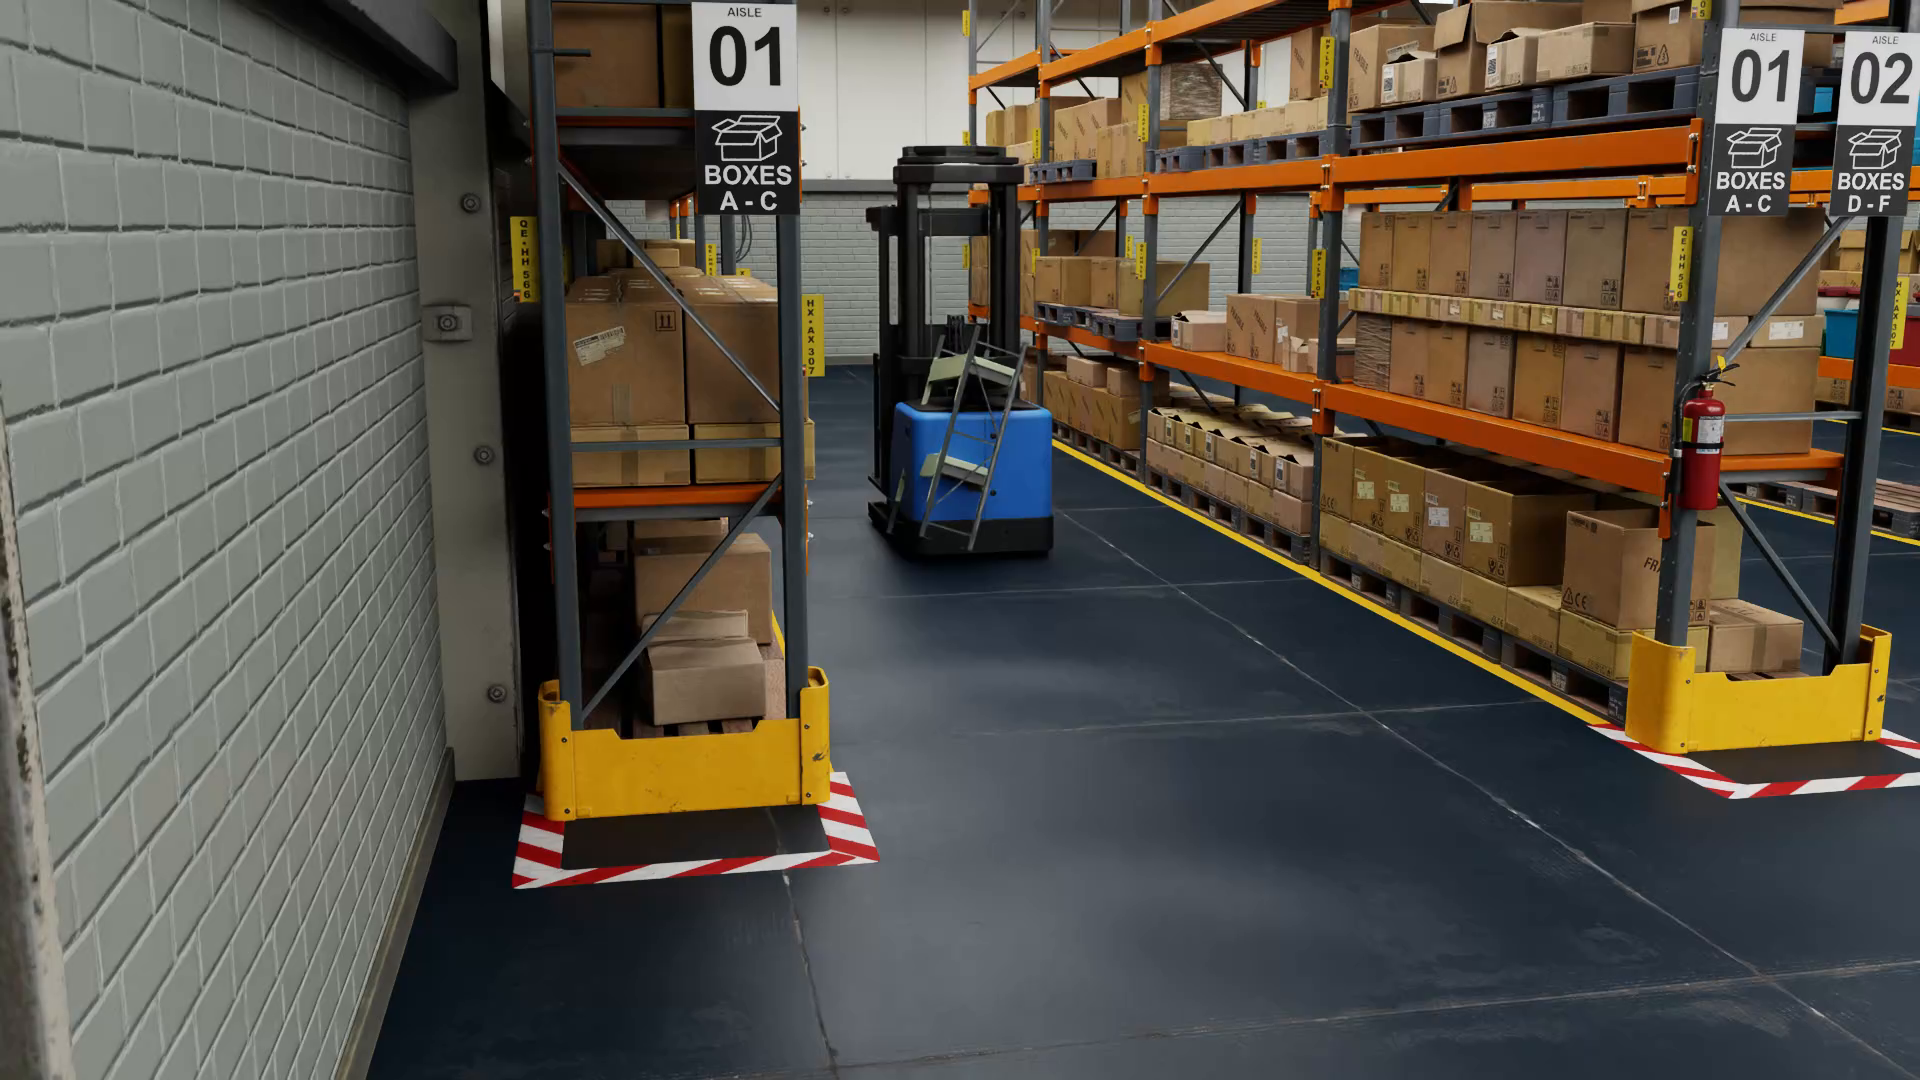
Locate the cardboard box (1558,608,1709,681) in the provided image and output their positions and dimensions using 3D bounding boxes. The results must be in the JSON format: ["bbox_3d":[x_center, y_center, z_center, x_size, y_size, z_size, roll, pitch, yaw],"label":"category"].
[{"bbox_3d":[3.337,0.503,8.264,0.500,0.250,0.500,-2,11,-11],"label":"cardboard box"}]

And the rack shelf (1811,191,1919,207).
[{"bbox_3d":[11.505,-3.868,18.898,1.077,0.370,4.000,-2,11,-11],"label":"rack shelf"}]

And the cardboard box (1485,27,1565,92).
[{"bbox_3d":[3.141,-2.563,8.857,0.500,0.311,0.500,-1,11,-4],"label":"cardboard box"}]

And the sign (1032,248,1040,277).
[{"bbox_3d":[0.867,-3.159,18.957,0.100,0.325,0.005,-2,11,-11],"label":"sign"}]

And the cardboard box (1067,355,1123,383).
[{"bbox_3d":[1.447,-1.831,17.795,0.500,0.250,0.500,-2,11,-11],"label":"cardboard box"}]

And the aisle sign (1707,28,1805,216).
[{"bbox_3d":[3.456,-1.809,7.223,0.394,0.787,0.004,-2,11,-11],"label":"aisle sign"}]

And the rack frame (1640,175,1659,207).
[{"bbox_3d":[7.035,-2.201,16.238,1.000,3.000,0.127,-2,11,-11],"label":"rack frame"}]

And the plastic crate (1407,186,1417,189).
[{"bbox_3d":[5.767,-4.481,20.643,0.416,0.233,0.300,-2,11,-11],"label":"plastic crate"}]

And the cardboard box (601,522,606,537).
[{"bbox_3d":[-2.214,-0.323,11.877,0.700,0.500,0.500,-2,11,-12],"label":"cardboard box"}]

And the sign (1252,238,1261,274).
[{"bbox_3d":[2.719,-2.611,15.296,0.100,0.325,0.005,-2,11,-11],"label":"sign"}]

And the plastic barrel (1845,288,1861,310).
[{"bbox_3d":[7.699,-1.852,14.041,0.433,0.535,0.433,0,11,0],"label":"plastic barrel"}]

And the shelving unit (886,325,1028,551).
[{"bbox_3d":[-0.030,-0.709,11.768,0.431,1.500,0.755,16,-4,-20],"label":"shelving unit"}]

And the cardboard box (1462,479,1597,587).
[{"bbox_3d":[3.127,-0.049,9.154,0.500,0.500,0.500,-2,11,-11],"label":"cardboard box"}]

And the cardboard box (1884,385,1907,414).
[{"bbox_3d":[11.434,-1.997,19.724,1.225,0.875,0.875,-3,11,-13],"label":"cardboard box"}]

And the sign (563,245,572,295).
[{"bbox_3d":[-2.448,-1.655,10.273,0.100,0.325,0.005,-2,11,-11],"label":"sign"}]

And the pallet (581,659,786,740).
[{"bbox_3d":[-1.265,0.832,7.759,1.003,0.211,1.213,-2,11,-11],"label":"pallet"}]

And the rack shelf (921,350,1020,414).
[{"bbox_3d":[0.072,-1.084,11.792,0.431,0.370,0.720,16,-4,-20],"label":"rack shelf"}]

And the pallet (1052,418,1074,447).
[{"bbox_3d":[1.593,-1.237,18.633,1.003,0.211,1.213,-2,11,-11],"label":"pallet"}]

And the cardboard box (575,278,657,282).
[{"bbox_3d":[-1.921,-1.223,9.440,0.500,0.500,0.500,-2,11,-11],"label":"cardboard box"}]

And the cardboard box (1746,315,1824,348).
[{"bbox_3d":[3.867,-1.002,7.935,0.380,0.149,0.250,-2,11,-11],"label":"cardboard box"}]

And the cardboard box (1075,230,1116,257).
[{"bbox_3d":[1.582,-3.392,19.554,0.500,0.500,0.500,-2,11,-10],"label":"cardboard box"}]

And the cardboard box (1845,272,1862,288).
[{"bbox_3d":[11.058,-2.978,20.054,0.500,0.500,0.500,-2,11,-11],"label":"cardboard box"}]

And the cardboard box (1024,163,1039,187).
[{"bbox_3d":[1.042,-4.234,19.300,0.500,0.250,0.500,-2,11,-11],"label":"cardboard box"}]

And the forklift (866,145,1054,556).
[{"bbox_3d":[-0.127,-1.555,13.028,1.130,2.935,3.031,-2,11,-11],"label":"forklift"}]

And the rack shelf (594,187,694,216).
[{"bbox_3d":[-3.072,-3.328,16.059,1.077,0.370,4.000,-2,11,-11],"label":"rack shelf"}]

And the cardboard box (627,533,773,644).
[{"bbox_3d":[-1.378,0.267,8.778,0.700,0.500,0.500,-3,11,-15],"label":"cardboard box"}]

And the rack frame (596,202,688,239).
[{"bbox_3d":[-3.461,-2.574,18.199,1.000,3.000,0.127,-2,11,-11],"label":"rack frame"}]

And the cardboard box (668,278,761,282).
[{"bbox_3d":[-1.407,-1.245,9.556,0.500,0.500,0.500,-2,11,-11],"label":"cardboard box"}]

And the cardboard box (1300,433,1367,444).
[{"bbox_3d":[2.924,-0.691,13.033,0.500,0.311,0.500,-2,11,-13],"label":"cardboard box"}]

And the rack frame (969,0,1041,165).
[{"bbox_3d":[0.620,-6.436,22.443,1.000,3.000,0.127,-2,11,-11],"label":"rack frame"}]

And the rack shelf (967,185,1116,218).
[{"bbox_3d":[1.009,-4.242,20.863,1.077,0.370,4.000,-2,11,-11],"label":"rack shelf"}]

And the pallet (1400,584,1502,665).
[{"bbox_3d":[3.308,0.454,9.749,1.003,0.211,1.213,-2,11,-11],"label":"pallet"}]

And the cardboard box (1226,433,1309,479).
[{"bbox_3d":[2.392,-0.670,12.923,0.500,0.311,0.500,-2,11,-11],"label":"cardboard box"}]

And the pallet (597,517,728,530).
[{"bbox_3d":[-2.298,-0.104,12.679,1.003,0.211,1.213,-2,11,-11],"label":"pallet"}]

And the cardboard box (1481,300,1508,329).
[{"bbox_3d":[3.167,-1.270,9.342,0.380,0.149,0.250,-2,11,-12],"label":"cardboard box"}]

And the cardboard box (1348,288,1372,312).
[{"bbox_3d":[2.816,-1.599,11.074,0.380,0.149,0.250,-2,11,-11],"label":"cardboard box"}]

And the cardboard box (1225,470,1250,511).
[{"bbox_3d":[2.392,-0.396,12.983,0.500,0.250,0.500,-2,11,-10],"label":"cardboard box"}]

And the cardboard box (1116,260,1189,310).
[{"bbox_3d":[1.952,-2.563,16.749,0.700,0.500,0.500,0,11,0],"label":"cardboard box"}]

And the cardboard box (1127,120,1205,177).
[{"bbox_3d":[2.058,-3.623,15.419,0.910,0.500,0.500,-2,11,-11],"label":"cardboard box"}]

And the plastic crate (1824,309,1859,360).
[{"bbox_3d":[7.293,-1.650,13.388,0.392,0.384,0.575,-2,11,-11],"label":"plastic crate"}]

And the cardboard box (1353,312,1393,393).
[{"bbox_3d":[3.046,-1.256,11.005,0.700,0.500,0.500,-2,11,-12],"label":"cardboard box"}]

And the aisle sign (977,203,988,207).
[{"bbox_3d":[0.318,-4.768,22.770,0.394,0.787,0.004,-2,11,-11],"label":"aisle sign"}]

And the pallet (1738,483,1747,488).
[{"bbox_3d":[7.148,-0.688,15.744,1.003,0.211,1.213,-2,11,-11],"label":"pallet"}]

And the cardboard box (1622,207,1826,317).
[{"bbox_3d":[3.643,-1.336,7.959,0.700,0.500,0.500,-2,11,-11],"label":"cardboard box"}]

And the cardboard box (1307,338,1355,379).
[{"bbox_3d":[2.815,-1.303,11.920,0.500,0.250,0.500,-1,11,-7],"label":"cardboard box"}]

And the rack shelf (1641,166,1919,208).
[{"bbox_3d":[7.424,-2.954,14.097,1.077,0.370,4.000,-2,11,-11],"label":"rack shelf"}]

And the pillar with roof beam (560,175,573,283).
[{"bbox_3d":[-0.223,-5.775,18.970,9.100,9.000,0.400,-2,11,-11],"label":"pillar with roof beam"}]

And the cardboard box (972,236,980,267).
[{"bbox_3d":[0.447,-3.938,22.423,0.500,0.500,0.500,-2,11,-9],"label":"cardboard box"}]

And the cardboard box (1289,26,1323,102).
[{"bbox_3d":[2.739,-3.481,12.211,0.500,0.500,0.500,-1,11,-6],"label":"cardboard box"}]

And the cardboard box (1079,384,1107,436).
[{"bbox_3d":[1.555,-1.364,17.347,0.500,0.500,0.500,-3,11,-13],"label":"cardboard box"}]
